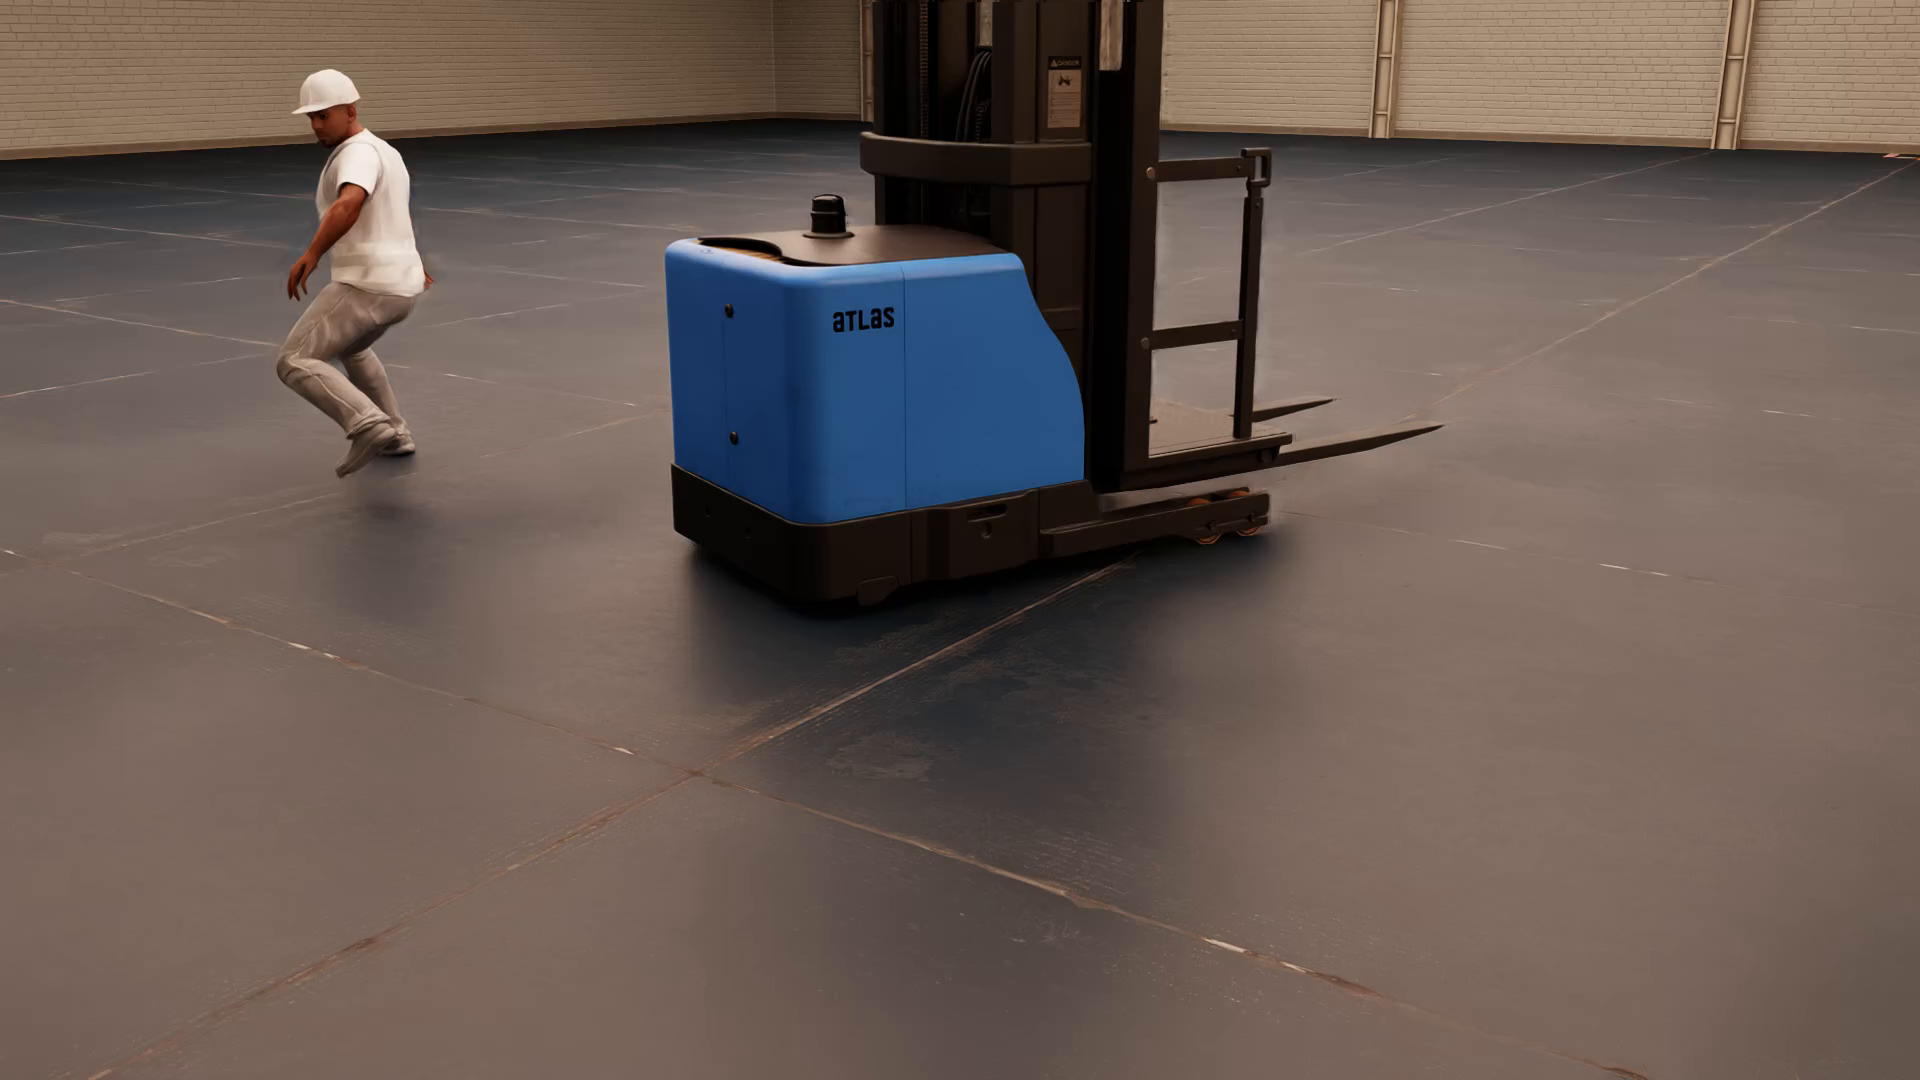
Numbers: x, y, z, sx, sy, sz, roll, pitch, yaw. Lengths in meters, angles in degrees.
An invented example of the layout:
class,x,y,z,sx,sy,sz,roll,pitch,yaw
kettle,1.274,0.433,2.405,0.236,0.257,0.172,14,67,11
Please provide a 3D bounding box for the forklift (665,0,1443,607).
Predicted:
class,x,y,z,sx,sy,sz,roll,pitch,yaw
forklift,0.510,-1.500,5.849,3.031,2.935,1.130,-11,20,-32

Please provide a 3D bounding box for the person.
class,x,y,z,sx,sy,sz,roll,pitch,yaw
person,-2.434,-1.067,6.789,0.511,1.645,1.182,1,17,2
